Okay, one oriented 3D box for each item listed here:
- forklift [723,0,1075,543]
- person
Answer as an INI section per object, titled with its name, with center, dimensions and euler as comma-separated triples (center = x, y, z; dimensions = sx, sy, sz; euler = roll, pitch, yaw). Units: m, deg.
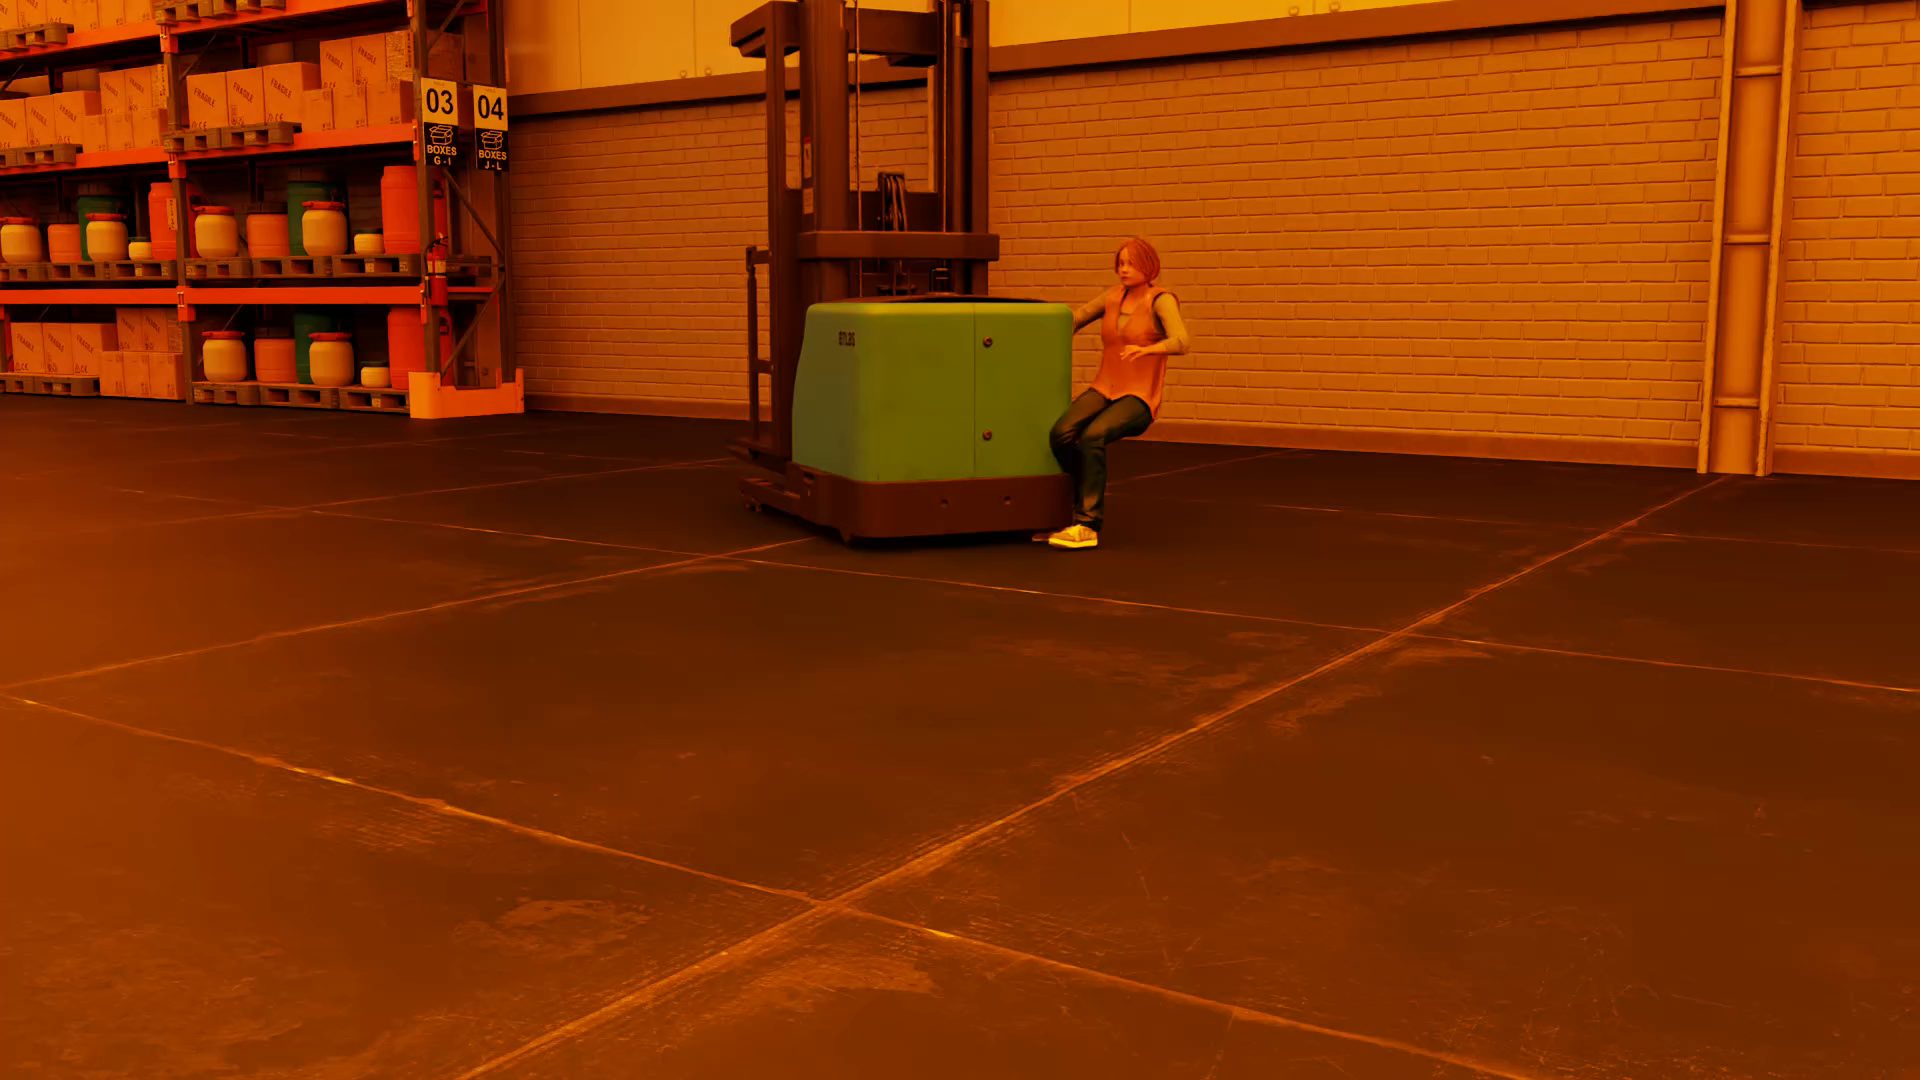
[forklift]
center = -0.516, -1.608, 8.503
dimensions = 1.130, 2.935, 3.031
euler = -3, 9, -23
[person]
center = 0.634, -0.655, 7.422
dimensions = 0.742, 1.381, 0.753
euler = 5, 10, 32
